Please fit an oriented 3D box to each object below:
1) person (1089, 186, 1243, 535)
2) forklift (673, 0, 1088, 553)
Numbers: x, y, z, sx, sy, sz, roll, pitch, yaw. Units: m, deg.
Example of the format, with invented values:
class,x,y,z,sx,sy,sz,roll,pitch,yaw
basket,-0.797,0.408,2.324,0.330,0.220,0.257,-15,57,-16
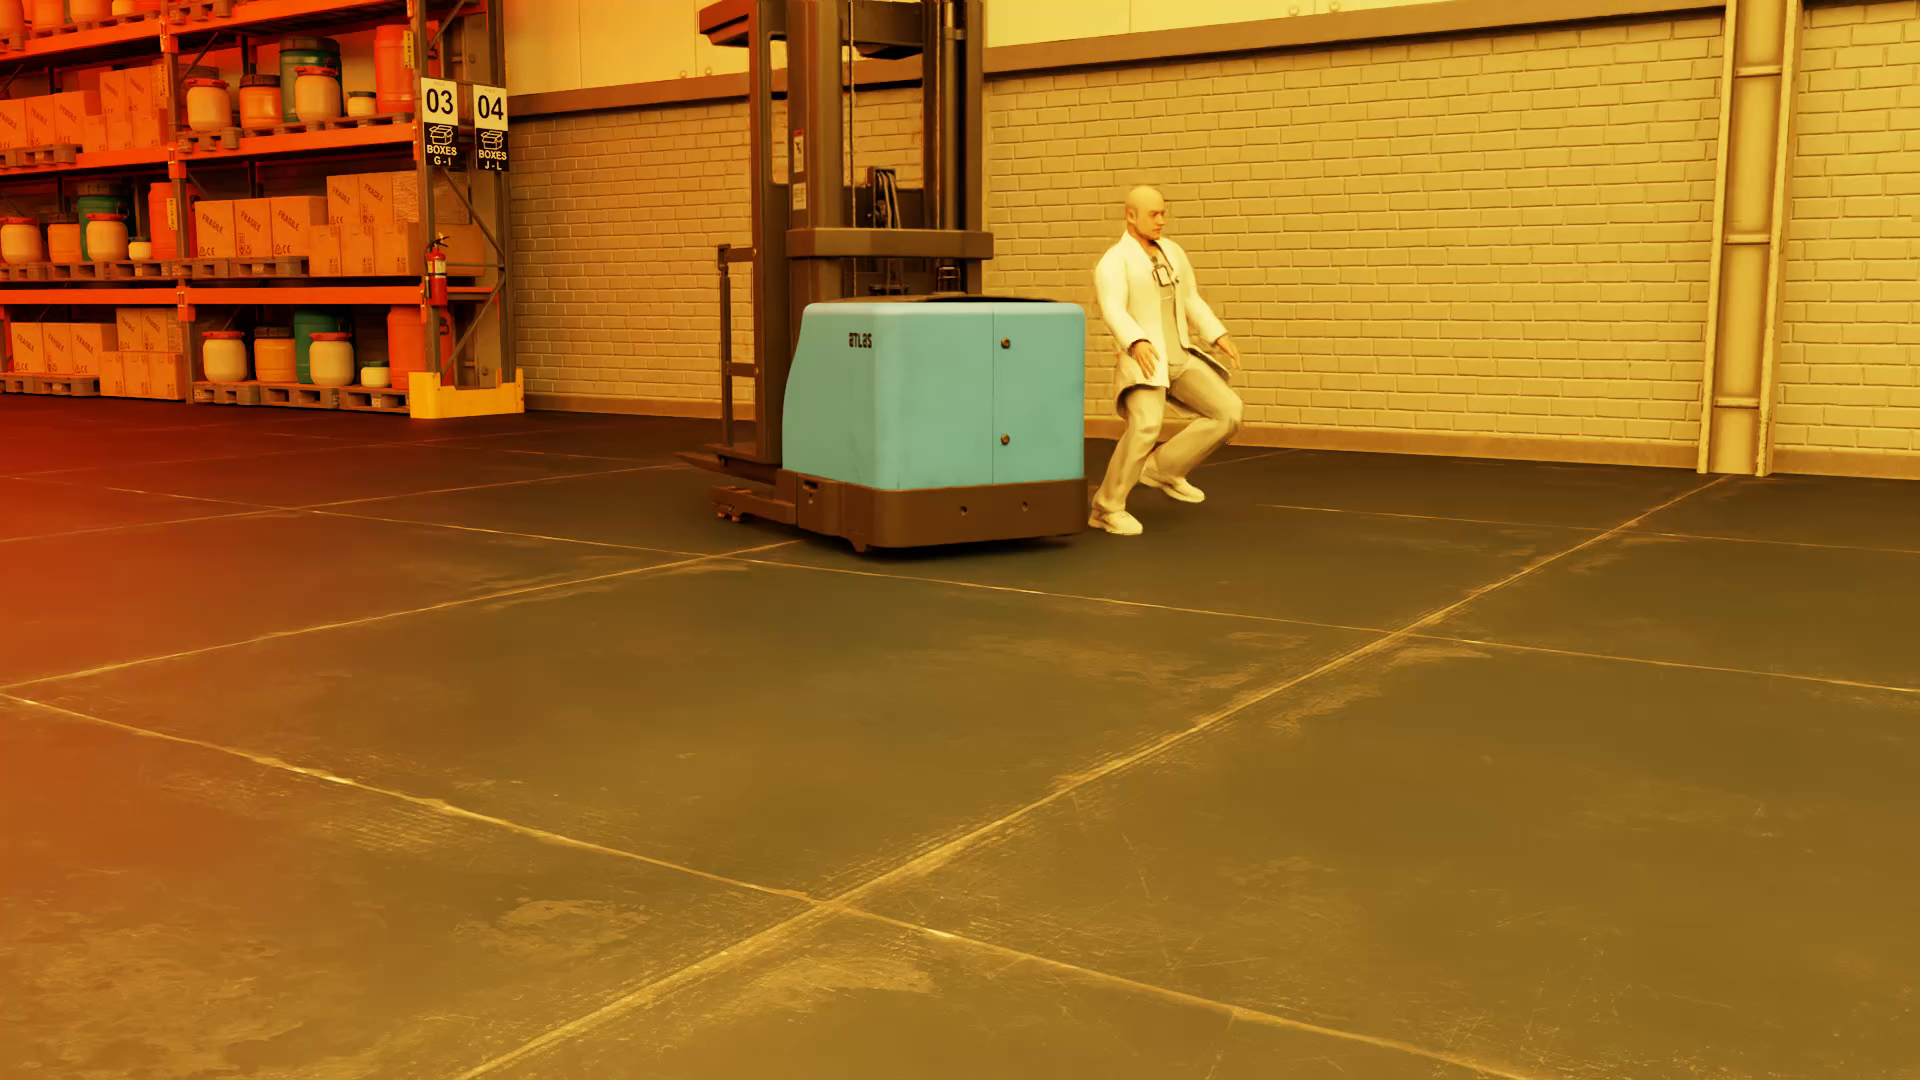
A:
class,x,y,z,sx,sy,sz,roll,pitch,yaw
person,1.003,-0.873,7.991,0.830,1.635,0.649,-6,10,-36
forklift,-0.601,-1.564,8.188,1.130,2.935,3.031,-5,9,-29
